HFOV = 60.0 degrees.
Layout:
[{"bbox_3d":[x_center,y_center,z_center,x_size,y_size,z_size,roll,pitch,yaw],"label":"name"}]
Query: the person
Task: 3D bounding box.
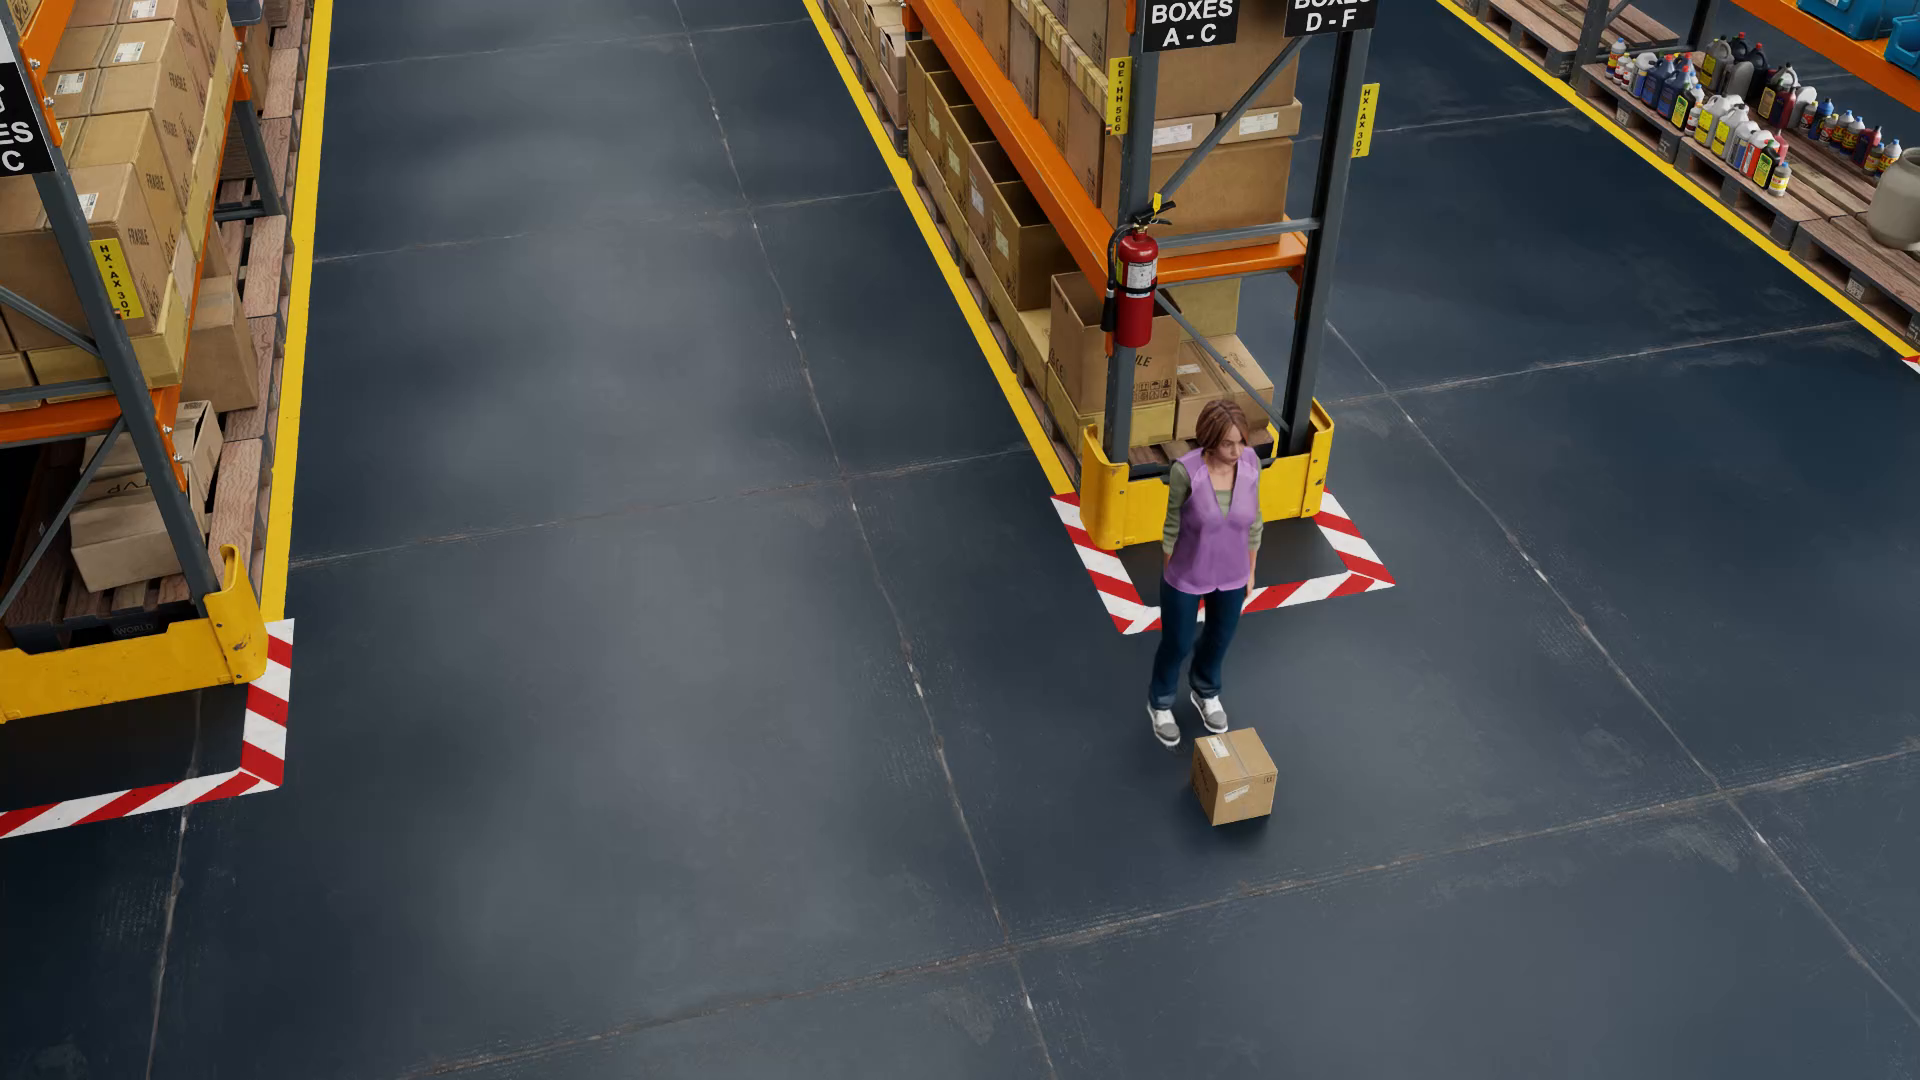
[{"bbox_3d":[0.980,0.137,6.553,0.405,1.601,0.301,-9,40,-11],"label":"person"}]
